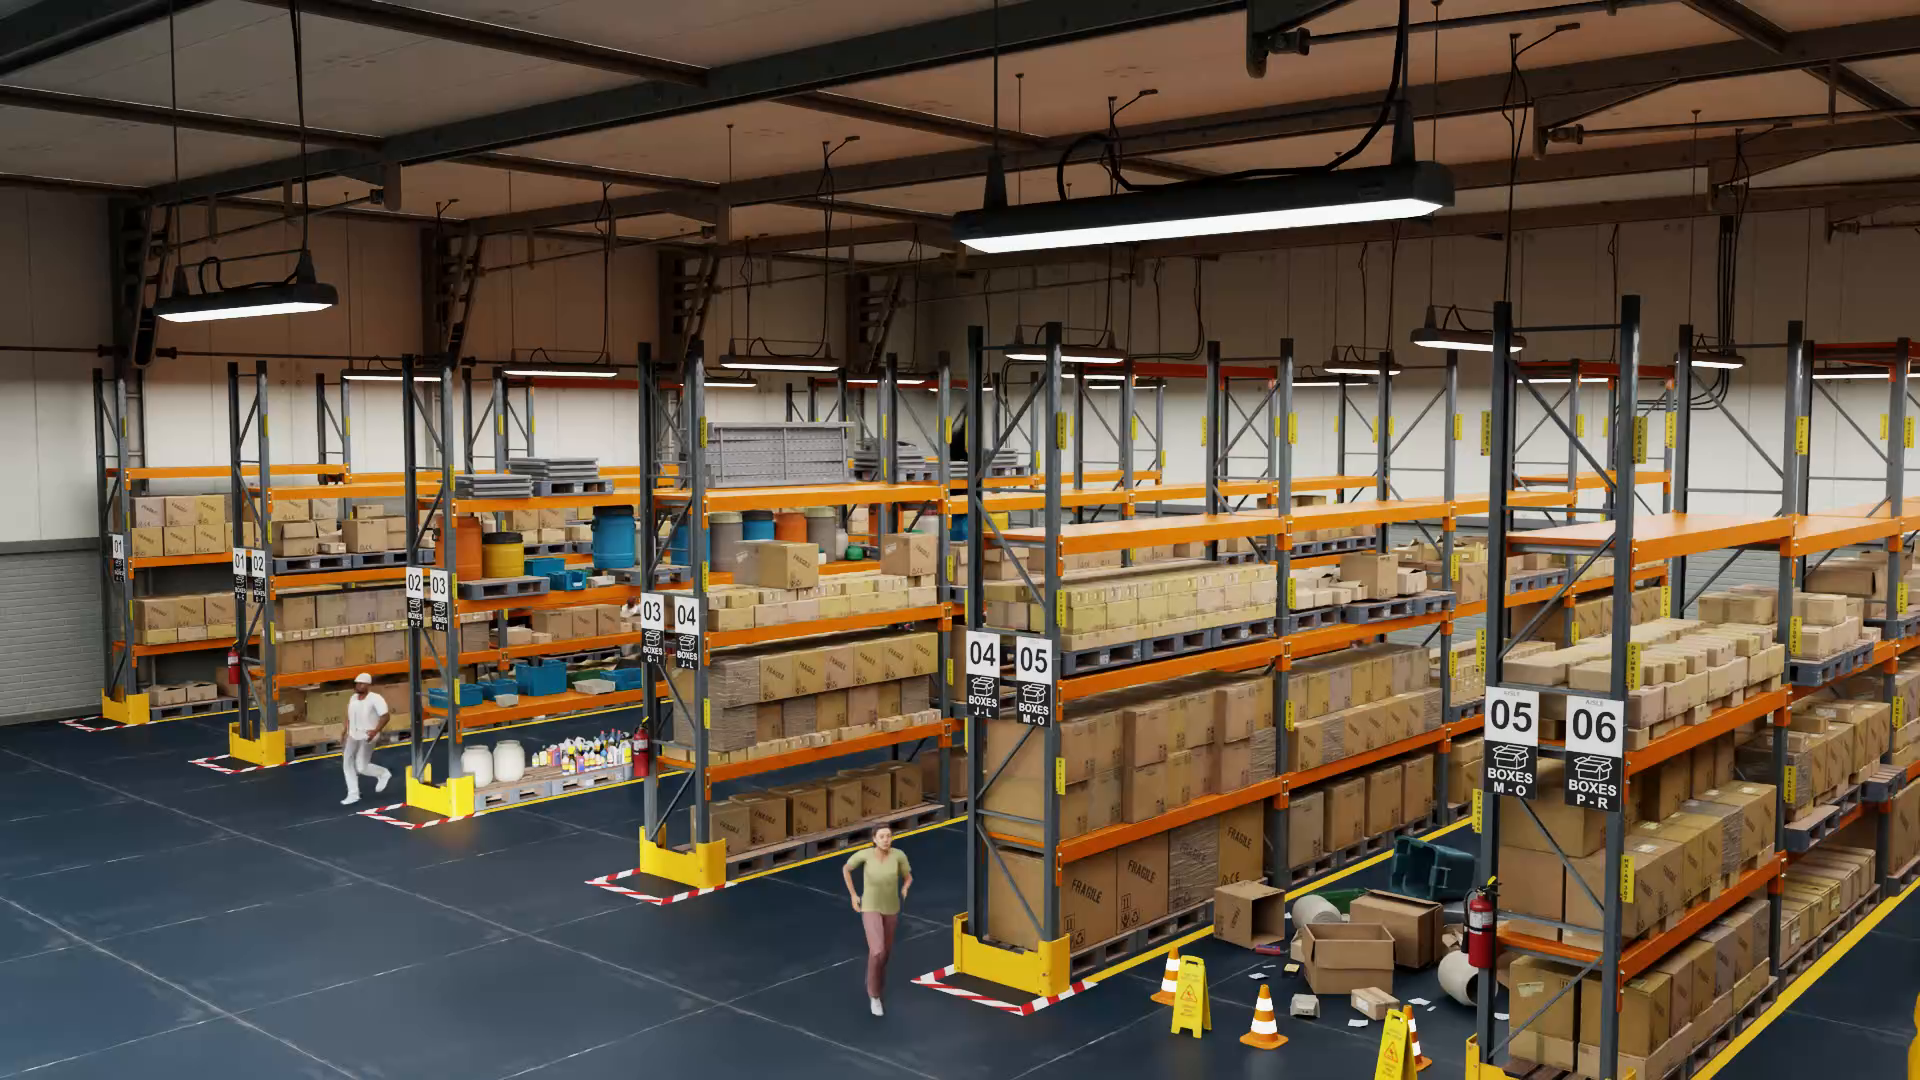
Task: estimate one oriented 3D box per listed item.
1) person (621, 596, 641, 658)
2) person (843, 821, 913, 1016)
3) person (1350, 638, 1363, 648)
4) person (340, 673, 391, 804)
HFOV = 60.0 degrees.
[{"bbox_3d":[-6.445,1.884,32.734,0.682,1.765,0.849,2,5,29],"label":"person"},{"bbox_3d":[-0.706,3.285,14.606,0.582,1.693,0.782,-2,4,-20],"label":"person"},{"bbox_3d":[6.684,2.345,27.676,0.531,1.562,0.858,4,5,40],"label":"person"},{"bbox_3d":[-8.059,2.667,22.471,0.737,1.757,0.655,2,5,26],"label":"person"}]
